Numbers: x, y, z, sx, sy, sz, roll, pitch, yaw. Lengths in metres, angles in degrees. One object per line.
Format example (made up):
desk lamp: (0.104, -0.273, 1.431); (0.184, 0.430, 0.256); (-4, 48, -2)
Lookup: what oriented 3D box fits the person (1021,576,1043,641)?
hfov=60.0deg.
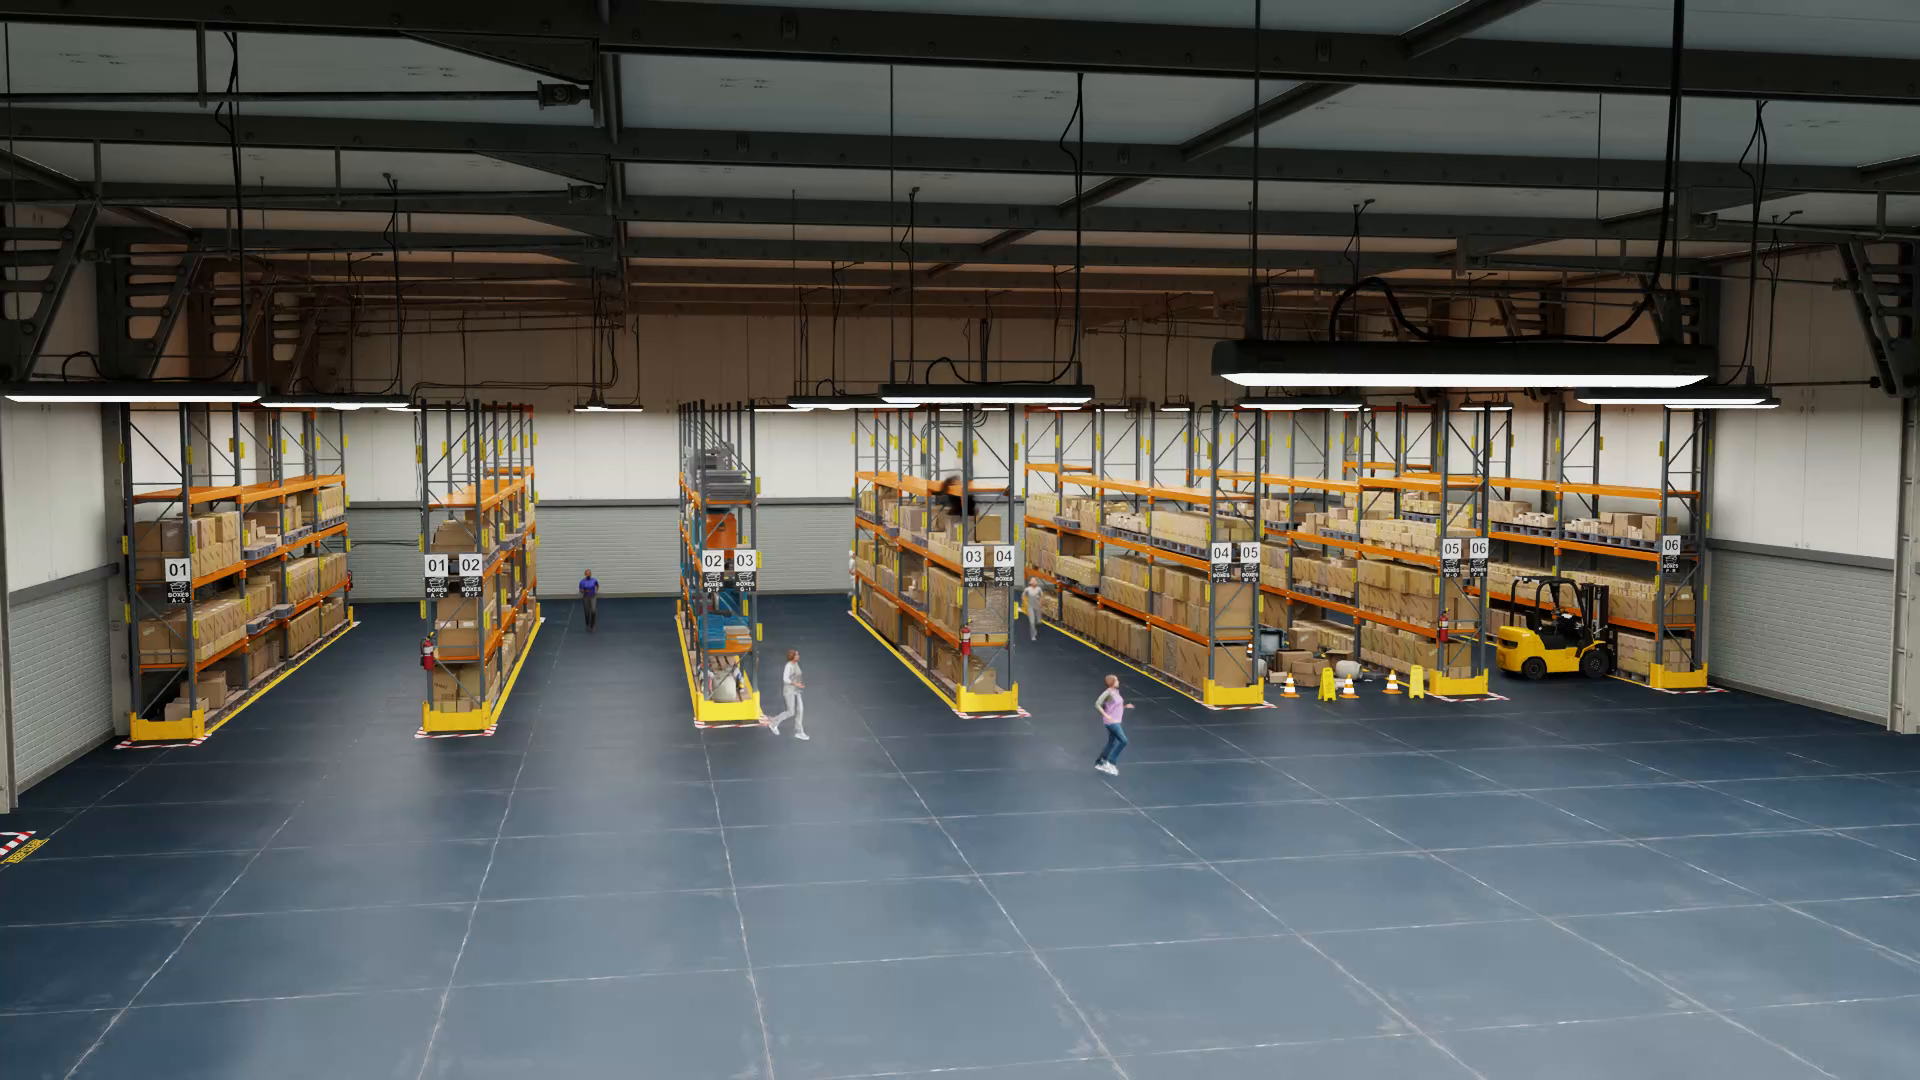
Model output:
person: (1.843, 1.699, 42.189); (0.564, 1.562, 0.625); (-1, 4, -9)

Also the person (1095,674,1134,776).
person: (2.445, 2.935, 26.423); (0.635, 1.610, 0.518); (1, 5, 18)

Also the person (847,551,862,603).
person: (-3.112, 1.151, 49.185); (0.573, 1.720, 0.664); (1, 4, 13)

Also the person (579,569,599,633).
person: (-9.761, 1.602, 43.779); (0.499, 1.689, 0.766); (-1, 4, -12)

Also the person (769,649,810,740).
person: (-3.009, 2.720, 29.376); (0.744, 1.603, 0.566); (1, 4, 16)
